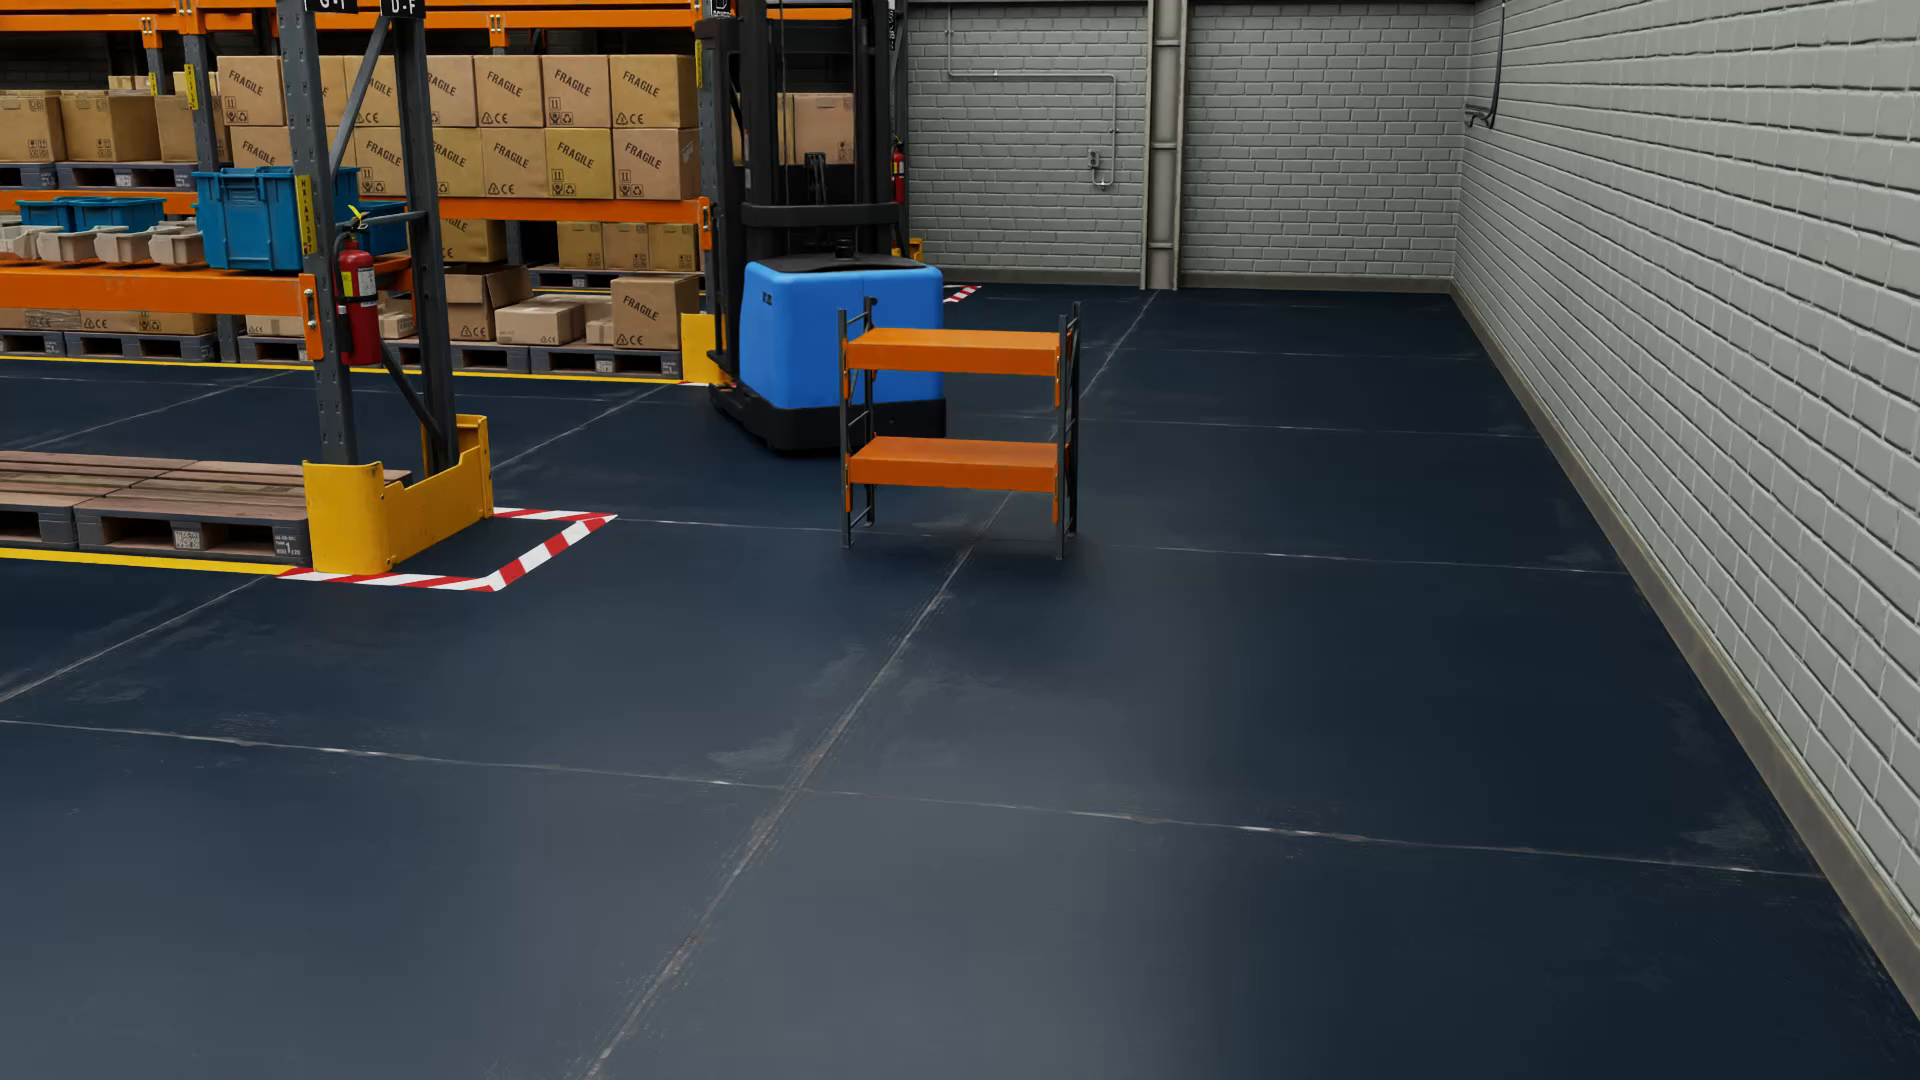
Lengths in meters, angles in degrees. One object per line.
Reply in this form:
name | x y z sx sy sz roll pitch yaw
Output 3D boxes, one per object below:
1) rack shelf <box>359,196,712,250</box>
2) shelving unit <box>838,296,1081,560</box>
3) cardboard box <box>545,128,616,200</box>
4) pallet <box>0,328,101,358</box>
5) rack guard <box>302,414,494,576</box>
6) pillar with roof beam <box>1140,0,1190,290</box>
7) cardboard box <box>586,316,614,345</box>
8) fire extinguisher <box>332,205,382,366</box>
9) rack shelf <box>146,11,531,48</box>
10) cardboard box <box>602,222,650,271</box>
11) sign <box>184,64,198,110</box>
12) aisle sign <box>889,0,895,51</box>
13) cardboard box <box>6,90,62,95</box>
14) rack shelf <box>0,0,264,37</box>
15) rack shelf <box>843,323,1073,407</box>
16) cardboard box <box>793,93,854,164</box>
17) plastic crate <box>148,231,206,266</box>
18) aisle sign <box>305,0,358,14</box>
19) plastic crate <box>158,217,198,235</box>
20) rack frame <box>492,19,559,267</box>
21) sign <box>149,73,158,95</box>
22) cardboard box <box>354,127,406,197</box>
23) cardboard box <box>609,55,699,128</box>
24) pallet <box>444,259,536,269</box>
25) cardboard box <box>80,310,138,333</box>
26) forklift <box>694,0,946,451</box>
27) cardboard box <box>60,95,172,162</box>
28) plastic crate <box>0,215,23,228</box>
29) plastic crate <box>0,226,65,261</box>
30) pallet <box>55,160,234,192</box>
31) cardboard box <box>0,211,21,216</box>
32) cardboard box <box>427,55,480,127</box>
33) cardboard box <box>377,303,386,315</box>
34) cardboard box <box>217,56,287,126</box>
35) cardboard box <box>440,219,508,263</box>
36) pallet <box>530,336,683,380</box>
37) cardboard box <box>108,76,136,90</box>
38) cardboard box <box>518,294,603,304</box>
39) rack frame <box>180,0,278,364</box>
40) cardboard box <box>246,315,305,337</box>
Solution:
rack shelf | -3.642 -2.499 12.740 4.000 0.370 1.077 3 16 11
shelving unit | 0.007 -0.542 7.841 1.048 1.125 0.538 3 16 11
cardboard box | -2.684 -2.766 12.172 0.500 0.500 0.500 3 16 12
pallet | -7.605 -1.705 13.753 1.213 0.211 1.003 3 16 11
rack guard | -2.646 -0.241 7.925 0.348 0.500 1.175 3 16 11
pillar with roof beam | 1.262 -5.882 12.371 0.400 9.000 9.100 3 16 11
cardboard box | -2.643 -1.595 12.614 0.250 0.166 0.380 3 16 11
fire extinguisher | -2.615 -1.099 7.185 0.183 0.674 0.296 3 16 11
rack shelf | -6.578 -5.453 17.787 4.000 0.370 1.077 3 16 11
cardboard box | -3.414 -3.151 17.645 0.500 0.500 0.700 3 16 11
sign | -5.709 -3.364 12.349 0.005 0.325 0.100 3 16 11
aisle sign | -0.688 -5.205 16.295 0.004 0.787 0.394 3 16 11
cardboard box | -10.226 -4.804 18.703 0.500 0.500 0.700 3 16 11
rack shelf | -7.562 -4.157 13.108 4.000 0.370 1.077 3 16 11
rack shelf | 0.007 -0.824 7.762 1.000 0.278 0.538 3 16 11
cardboard box | -1.200 -4.204 16.988 0.700 0.700 0.980 4 16 14
plastic crate | -3.508 -1.341 7.596 0.243 0.136 0.396 3 16 11
aisle sign | -2.660 -2.616 6.946 0.004 0.787 0.394 3 16 11
plastic crate | -3.812 -1.519 8.239 0.298 0.136 0.250 3 16 11
rack frame | -4.618 -4.248 17.707 0.127 3.000 1.000 3 16 11
sign | -8.637 -4.838 17.817 0.005 0.325 0.100 3 16 11
cardboard box | -4.164 -2.848 12.466 0.500 0.500 0.500 3 16 11
cardboard box | -2.173 -3.221 11.939 0.500 0.500 0.500 3 16 11
pallet | -5.389 -2.925 18.157 1.213 0.211 1.003 3 16 11
cardboard box | -6.625 -1.939 13.230 0.500 0.500 0.500 3 16 11
forklift | -1.053 -2.282 10.739 1.130 2.935 3.031 -5 16 -19
cardboard box | -6.708 -3.306 13.334 0.500 0.500 0.700 6 16 20
plastic crate | -4.826 -1.544 8.328 0.466 0.136 0.293 3 16 11
plastic crate | -4.361 -1.380 7.735 0.250 0.136 0.298 3 16 11
pallet | -6.363 -2.930 13.311 1.213 0.211 1.003 3 16 11
cardboard box | -10.725 -3.594 19.205 0.500 0.500 0.700 3 16 12
cardboard box | -3.680 -3.301 12.229 0.500 0.500 0.500 4 16 13
cardboard box | -4.607 -1.829 13.493 0.250 0.149 0.380 3 16 11
cardboard box | -5.196 -3.383 12.525 0.500 0.500 0.500 4 16 13
cardboard box | -5.281 -3.415 17.940 0.750 0.750 0.750 3 16 12
pallet | -2.538 -1.441 12.799 1.213 0.211 1.003 3 16 11
cardboard box | -9.200 -5.057 18.403 0.250 0.149 0.380 0 15 2
cardboard box | -3.138 -1.782 13.133 0.500 0.250 0.500 3 16 11
rack frame | -5.602 -2.952 13.029 0.127 3.000 1.000 3 16 11
cardboard box | -5.233 -1.789 13.044 0.500 0.311 0.500 3 16 11
